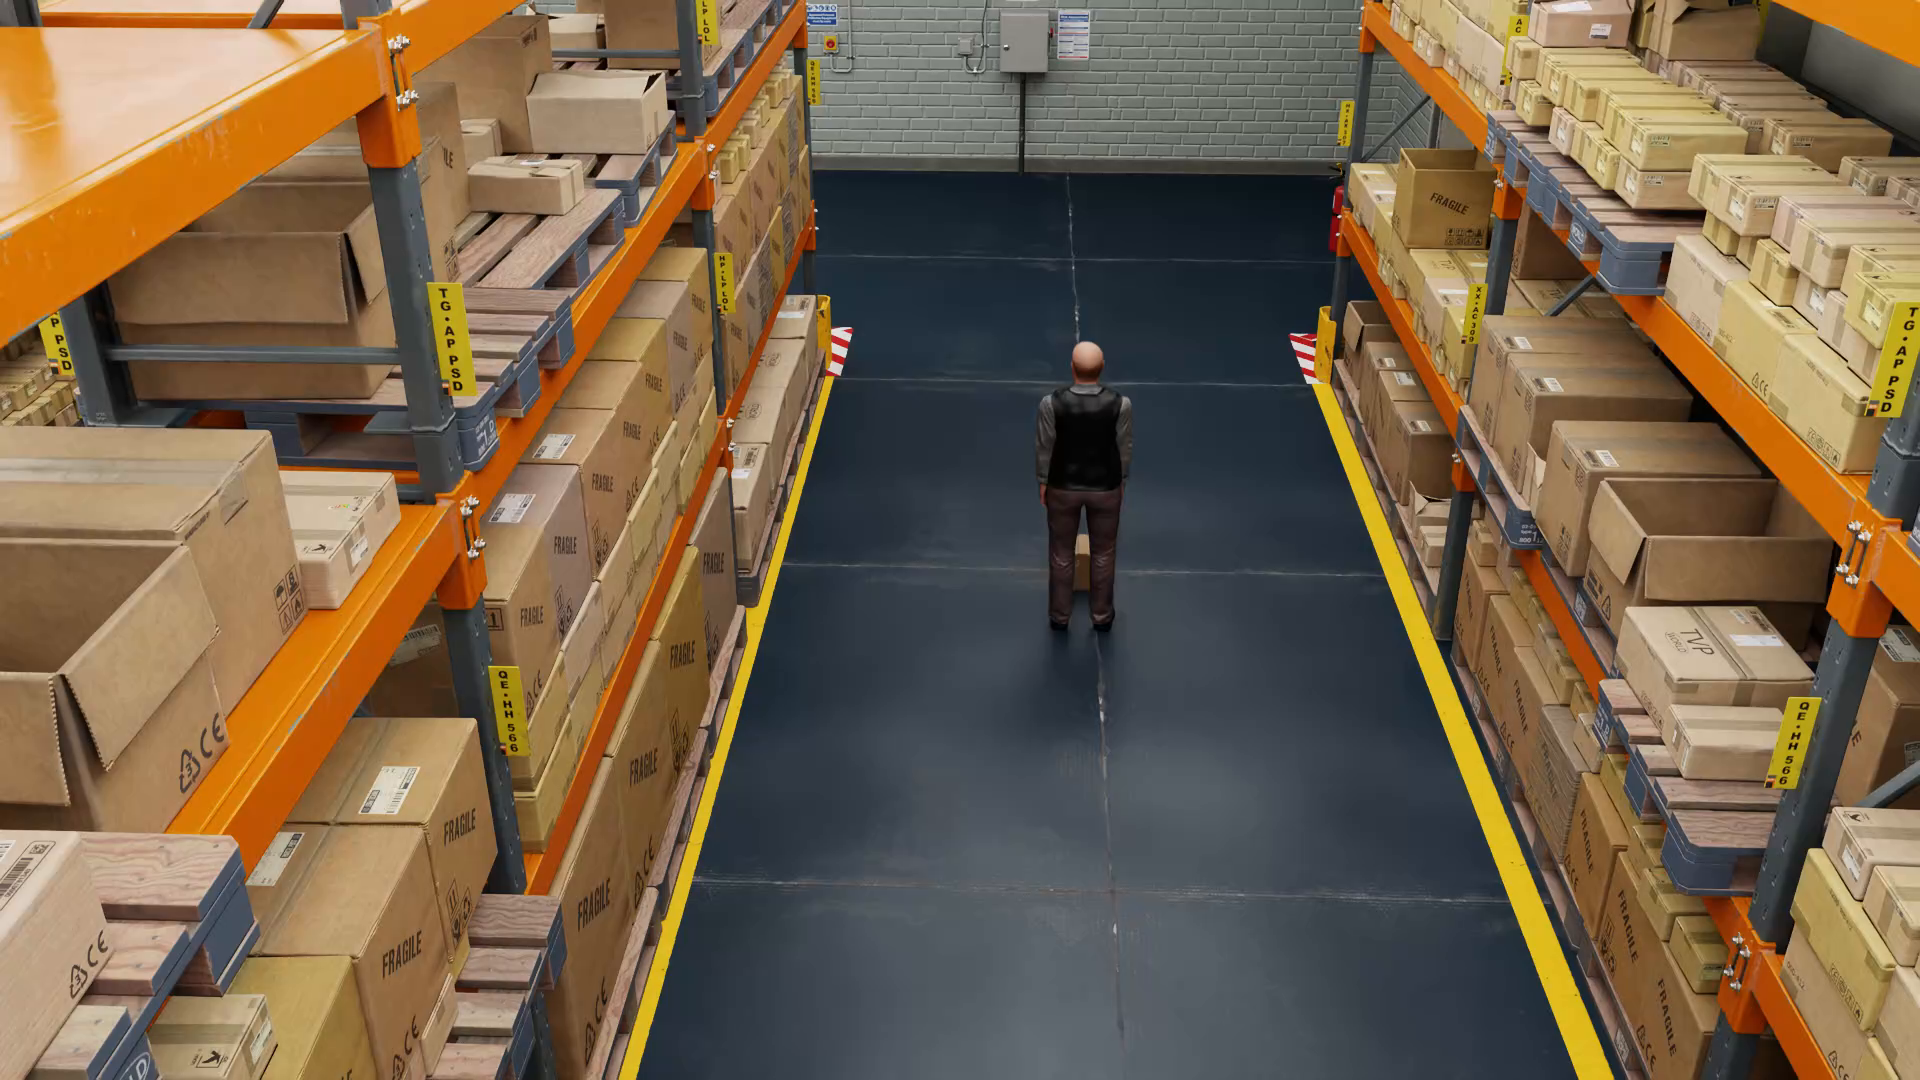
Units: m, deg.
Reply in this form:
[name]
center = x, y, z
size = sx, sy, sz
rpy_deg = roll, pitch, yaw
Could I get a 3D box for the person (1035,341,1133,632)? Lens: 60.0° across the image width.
[person]
center = 0.674, -0.295, 9.204
size = 0.534, 1.724, 0.346
rpy_deg = 1, 28, 3
